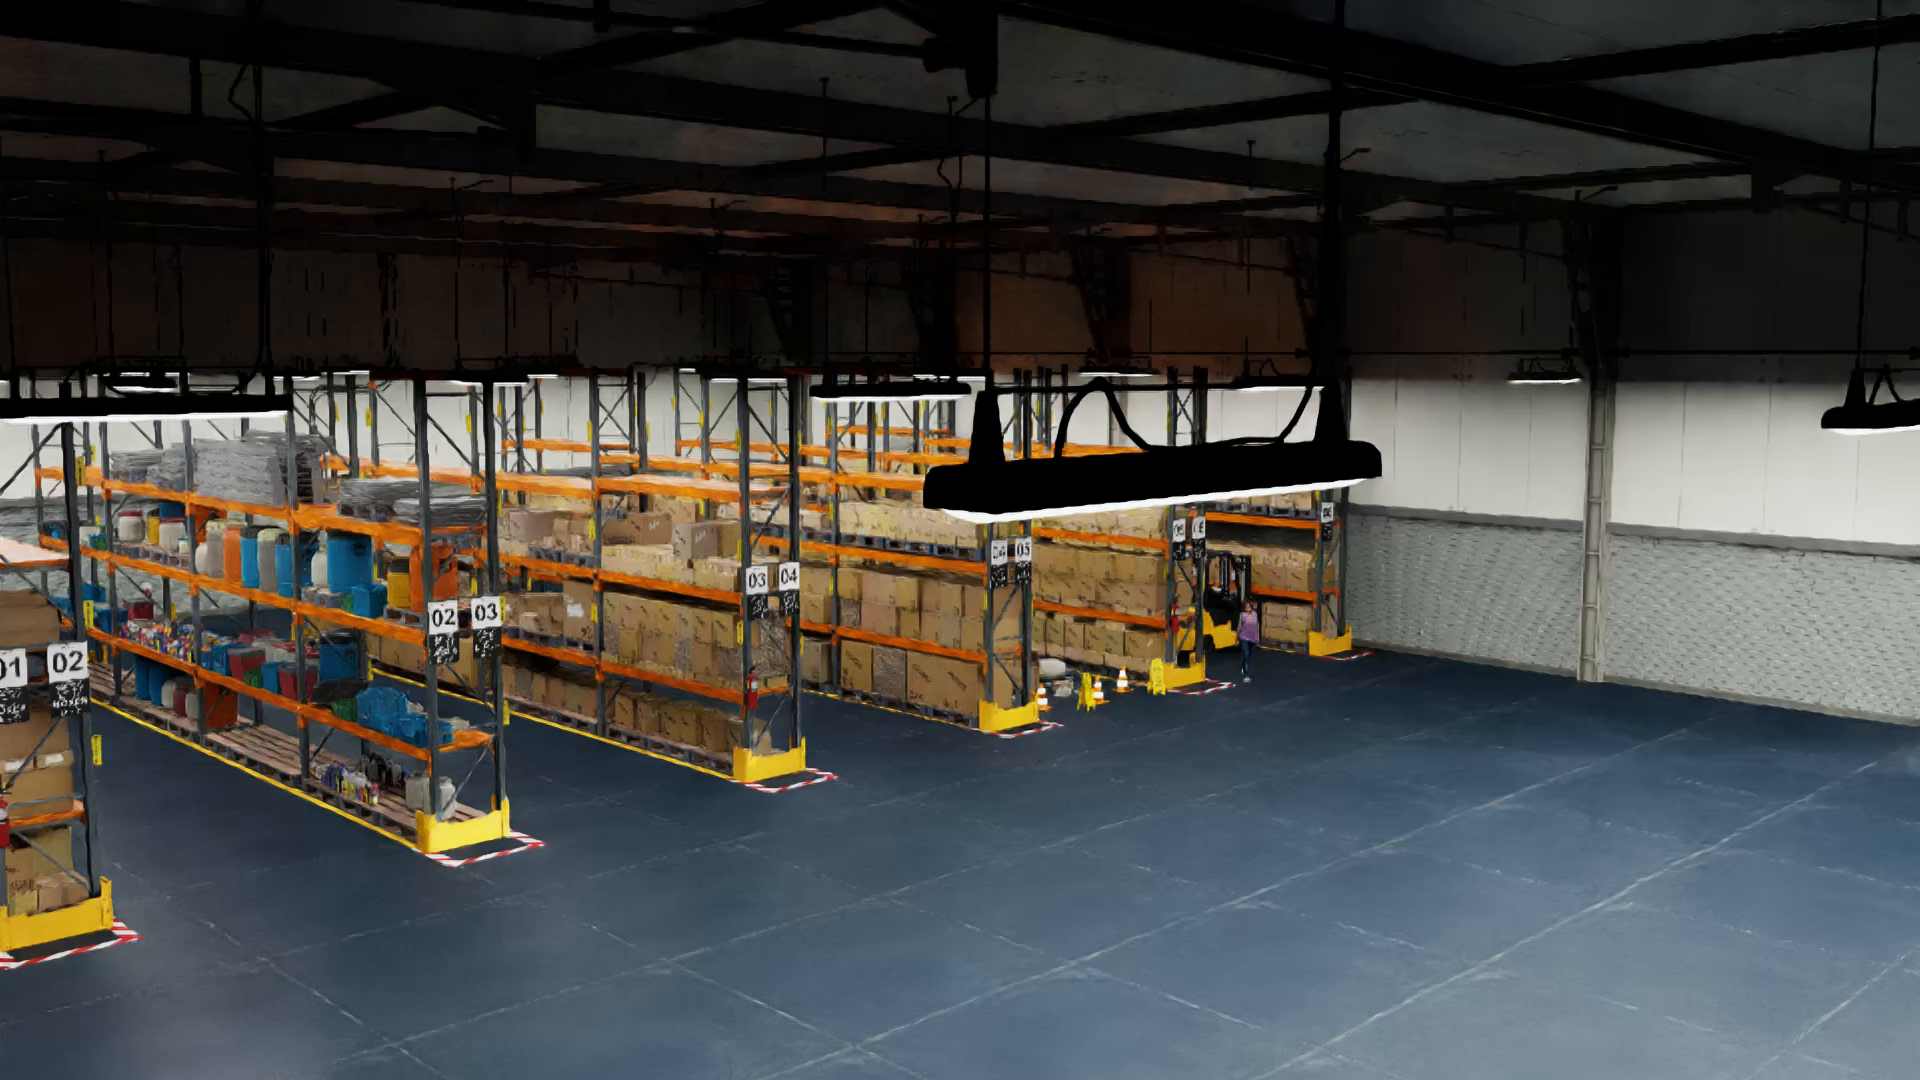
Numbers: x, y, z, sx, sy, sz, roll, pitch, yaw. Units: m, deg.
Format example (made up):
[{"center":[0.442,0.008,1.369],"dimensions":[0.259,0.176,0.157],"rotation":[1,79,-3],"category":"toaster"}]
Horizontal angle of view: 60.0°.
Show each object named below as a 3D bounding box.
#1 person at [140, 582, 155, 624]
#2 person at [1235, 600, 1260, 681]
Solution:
[{"center":[-16.119,1.723,32.962],"dimensions":[0.501,1.791,0.647],"rotation":[-4,8,-32],"category":"person"},{"center":[5.613,1.919,32.278],"dimensions":[0.510,1.552,0.844],"rotation":[-2,7,-19],"category":"person"}]
